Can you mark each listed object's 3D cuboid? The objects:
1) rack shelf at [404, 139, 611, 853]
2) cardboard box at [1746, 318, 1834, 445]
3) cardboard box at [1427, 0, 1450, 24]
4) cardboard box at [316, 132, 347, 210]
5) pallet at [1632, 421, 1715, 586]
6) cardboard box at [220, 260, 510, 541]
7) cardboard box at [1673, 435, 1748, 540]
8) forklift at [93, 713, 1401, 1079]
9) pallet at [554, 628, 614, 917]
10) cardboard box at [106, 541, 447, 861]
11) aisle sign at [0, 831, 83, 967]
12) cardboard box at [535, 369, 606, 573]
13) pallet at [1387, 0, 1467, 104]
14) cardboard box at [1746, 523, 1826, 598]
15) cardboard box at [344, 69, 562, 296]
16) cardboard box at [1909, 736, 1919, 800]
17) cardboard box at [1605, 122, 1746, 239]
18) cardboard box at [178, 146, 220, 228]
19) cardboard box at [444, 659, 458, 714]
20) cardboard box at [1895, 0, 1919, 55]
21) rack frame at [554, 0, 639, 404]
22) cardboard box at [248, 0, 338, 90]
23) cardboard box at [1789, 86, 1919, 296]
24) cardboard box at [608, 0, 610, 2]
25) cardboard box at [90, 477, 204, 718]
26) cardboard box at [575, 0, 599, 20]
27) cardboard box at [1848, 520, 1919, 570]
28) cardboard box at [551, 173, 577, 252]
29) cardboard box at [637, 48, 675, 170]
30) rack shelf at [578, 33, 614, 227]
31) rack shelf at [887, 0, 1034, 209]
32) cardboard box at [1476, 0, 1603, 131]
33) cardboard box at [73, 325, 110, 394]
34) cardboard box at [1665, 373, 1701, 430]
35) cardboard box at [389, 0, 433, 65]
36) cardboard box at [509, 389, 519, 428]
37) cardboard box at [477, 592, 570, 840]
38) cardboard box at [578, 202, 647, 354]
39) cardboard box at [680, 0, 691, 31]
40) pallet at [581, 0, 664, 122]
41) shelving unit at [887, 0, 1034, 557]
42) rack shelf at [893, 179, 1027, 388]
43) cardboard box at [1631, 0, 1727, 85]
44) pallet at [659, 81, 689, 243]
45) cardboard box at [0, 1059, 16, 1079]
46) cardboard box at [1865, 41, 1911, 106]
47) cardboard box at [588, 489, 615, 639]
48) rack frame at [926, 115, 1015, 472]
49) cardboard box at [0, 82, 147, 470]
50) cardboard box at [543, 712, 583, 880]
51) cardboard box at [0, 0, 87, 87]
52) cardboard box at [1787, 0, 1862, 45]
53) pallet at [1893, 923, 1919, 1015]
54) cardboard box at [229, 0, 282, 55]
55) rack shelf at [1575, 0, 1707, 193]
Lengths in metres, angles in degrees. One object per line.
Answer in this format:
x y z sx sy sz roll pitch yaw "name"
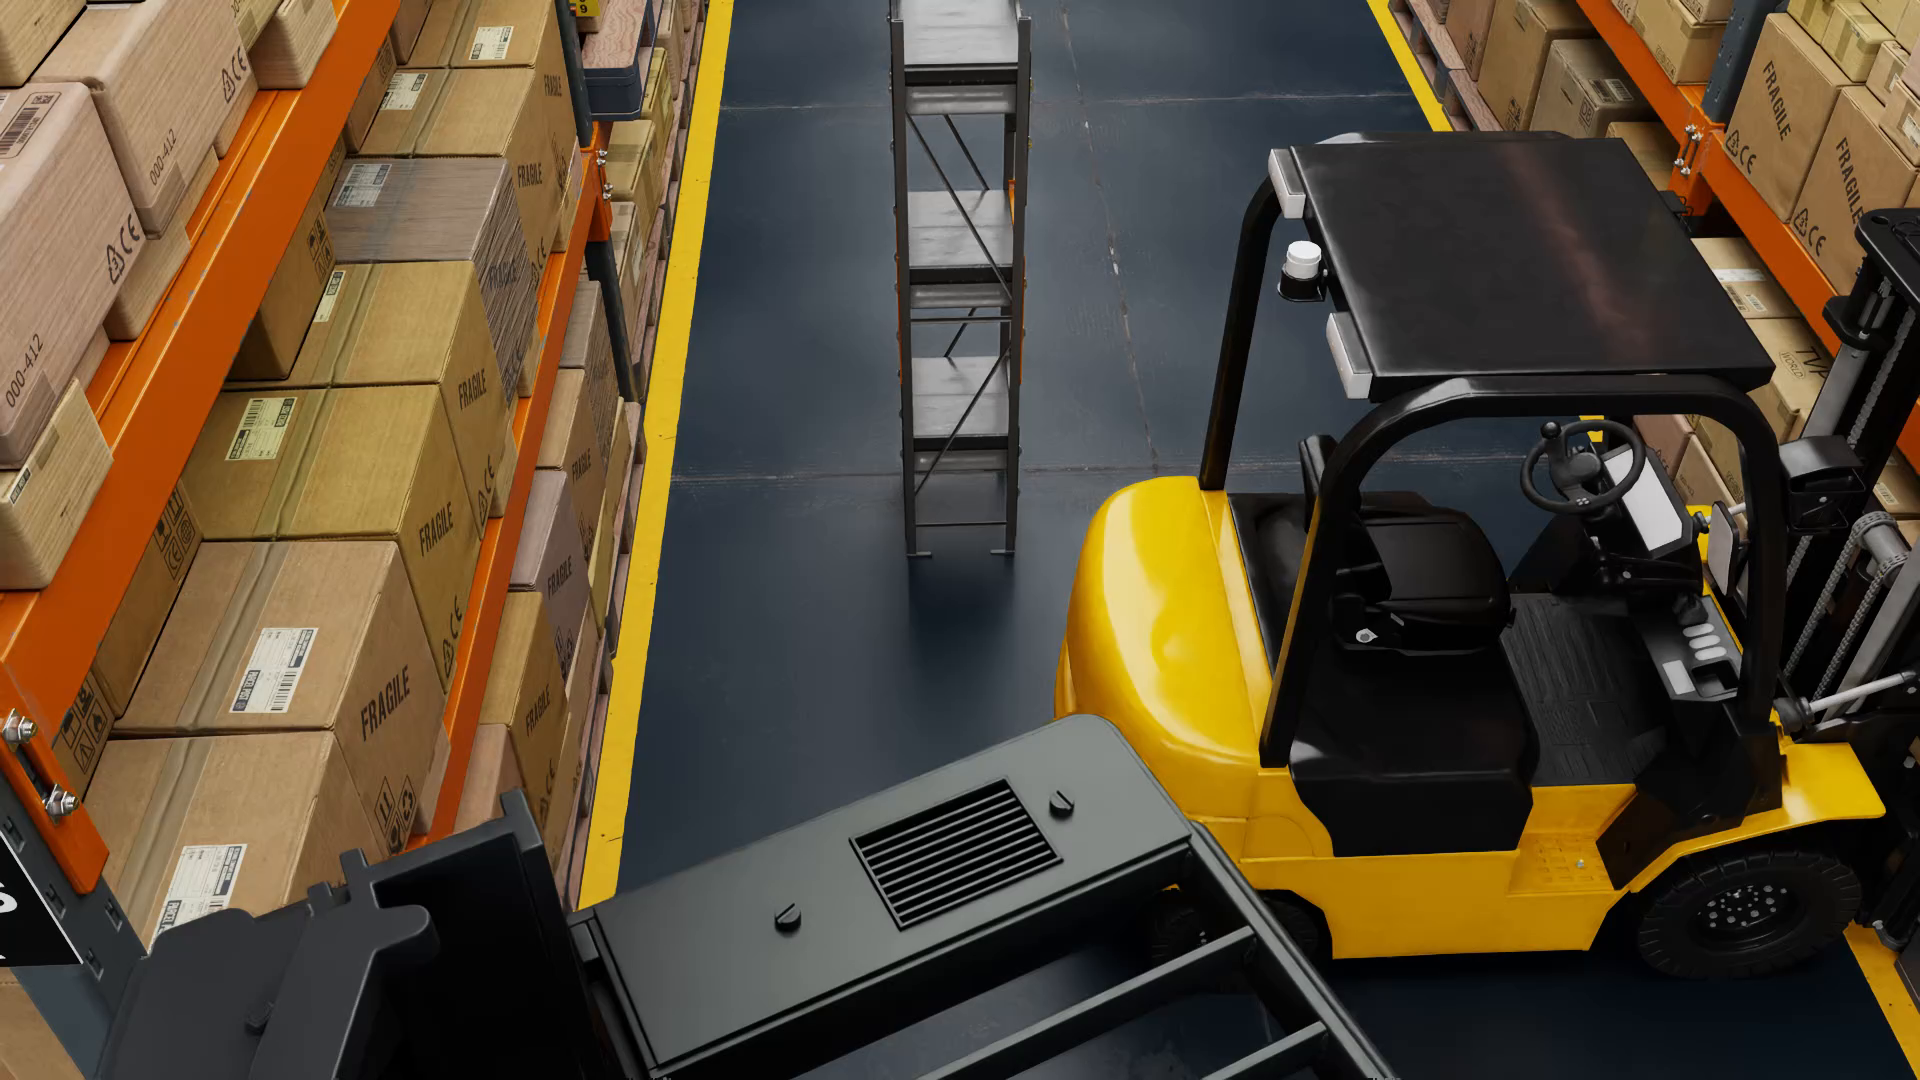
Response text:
-1.704 0.091 4.463 1.077 0.370 4.000 -2 43 -2 "rack shelf"
2.888 -0.498 5.557 0.500 0.250 0.500 -2 43 -2 "cardboard box"
3.013 -3.227 8.998 0.875 0.625 0.625 0 43 0 "cardboard box"
-1.993 -1.051 4.142 0.700 0.500 0.500 -3 43 -3 "cardboard box"
3.162 -0.103 6.206 1.003 0.211 1.213 -2 43 -2 "pallet"
-1.440 -0.334 4.101 0.500 0.500 0.500 -2 43 -3 "cardboard box"
2.896 -0.132 5.898 0.500 0.250 0.500 -3 43 -3 "cardboard box"
0.030 1.450 2.499 3.031 2.935 1.130 -19 46 -20 "forklift"
-1.671 0.782 5.241 1.003 0.211 1.213 -2 43 -2 "pallet"
-1.388 0.353 3.351 0.500 0.500 0.500 0 43 0 "cardboard box"
-1.307 0.251 1.832 0.394 0.787 0.004 -2 43 -2 "aisle sign"
-1.473 -0.207 5.425 0.500 0.500 0.500 -1 43 -1 "cardboard box"
2.996 -2.784 9.132 1.003 0.211 1.213 -2 43 -2 "pallet"
2.915 0.021 5.362 0.500 0.250 0.500 -2 43 -2 "cardboard box"
-1.493 -1.030 4.860 0.500 0.500 0.500 0 43 0 "cardboard box"
2.953 0.700 4.621 0.500 0.250 0.500 -3 43 -3 "cardboard box"
3.136 -1.300 6.895 0.875 0.625 0.625 0 43 0 "cardboard box"
-1.422 -0.591 2.641 0.380 0.149 0.250 -2 43 -2 "cardboard box"
-1.392 0.336 3.849 0.380 0.149 0.250 -1 43 -1 "cardboard box"
3.008 -1.485 4.876 0.380 0.149 0.250 -2 43 -3 "cardboard box"
-1.789 -1.524 5.693 1.000 3.000 0.127 -2 43 -2 "rack frame"
-1.368 -0.942 3.024 0.380 0.149 0.250 -1 43 -1 "cardboard box"
2.966 -1.048 5.099 0.500 0.500 0.500 -1 43 -1 "cardboard box"
-1.499 -2.137 6.237 0.380 0.149 0.250 -1 43 -1 "cardboard box"
-1.873 -0.019 3.017 0.700 0.500 0.500 -1 43 -1 "cardboard box"
-1.523 -2.150 5.771 0.500 0.500 0.500 -1 43 -1 "cardboard box"
2.935 0.193 4.804 0.500 0.250 0.500 -2 43 -3 "cardboard box"
-1.454 -1.055 5.367 0.380 0.149 0.250 -1 43 -1 "cardboard box"
-1.879 -2.019 7.866 0.950 0.372 0.625 0 43 0 "cardboard box"
-1.874 -2.609 7.409 1.077 0.370 4.000 -2 43 -2 "rack shelf"
-0.007 -1.392 5.199 0.431 0.518 0.480 -2 43 -2 "rack shelf"
3.077 -2.332 8.021 0.875 0.625 0.625 -3 43 -4 "cardboard box"
-1.410 -0.245 2.263 0.380 0.149 0.250 -3 43 -3 "cardboard box"
2.882 -0.659 6.103 0.500 0.250 0.500 -2 43 -2 "cardboard box"
-1.987 -1.736 4.890 0.700 0.500 0.500 -2 43 -2 "cardboard box"
-1.444 -0.364 4.613 0.380 0.149 0.250 -2 43 -3 "cardboard box"
-1.419 0.499 4.655 0.500 0.500 0.500 -1 43 -1 "cardboard box"
-1.814 -1.064 6.825 0.950 0.372 0.625 -1 43 -1 "cardboard box"
-1.945 -3.029 8.968 0.950 0.372 0.625 -4 43 -5 "cardboard box"
-1.677 -1.973 6.325 1.003 0.211 1.213 -2 43 -2 "pallet"
-0.007 -0.886 5.662 0.431 2.100 0.503 -2 43 -2 "shelving unit"
-0.007 -0.876 5.672 0.431 0.518 0.480 -2 43 -2 "rack shelf"
2.887 -1.946 6.264 0.500 0.250 0.500 -1 43 -1 "cardboard box"
-1.879 -1.847 8.109 1.003 0.211 1.213 -2 43 -2 "pallet"
-1.918 0.671 3.003 0.500 0.500 0.500 -2 43 -3 "cardboard box"
2.972 -1.372 4.973 0.380 0.149 0.250 -2 43 -2 "cardboard box"
-1.463 0.085 5.661 0.500 0.250 0.500 -3 43 -3 "cardboard box"
-0.017 -1.051 5.842 0.400 2.100 0.015 -2 43 -2 "rack frame"
-1.375 -0.331 2.062 0.500 0.250 0.500 -2 43 -3 "cardboard box"
-1.427 0.770 4.914 0.500 0.250 0.500 1 43 1 "cardboard box"
-1.406 -0.717 2.188 0.380 0.149 0.250 -2 43 -2 "cardboard box"
2.920 -1.722 5.355 0.380 0.149 0.250 -2 43 -2 "cardboard box"
3.265 1.544 4.409 1.003 0.211 1.213 -2 43 -2 "pallet"
-1.433 -1.019 2.813 0.500 0.250 0.500 0 43 -1 "cardboard box"
3.085 -2.754 7.567 1.077 0.370 4.000 -2 43 -2 "rack shelf"
